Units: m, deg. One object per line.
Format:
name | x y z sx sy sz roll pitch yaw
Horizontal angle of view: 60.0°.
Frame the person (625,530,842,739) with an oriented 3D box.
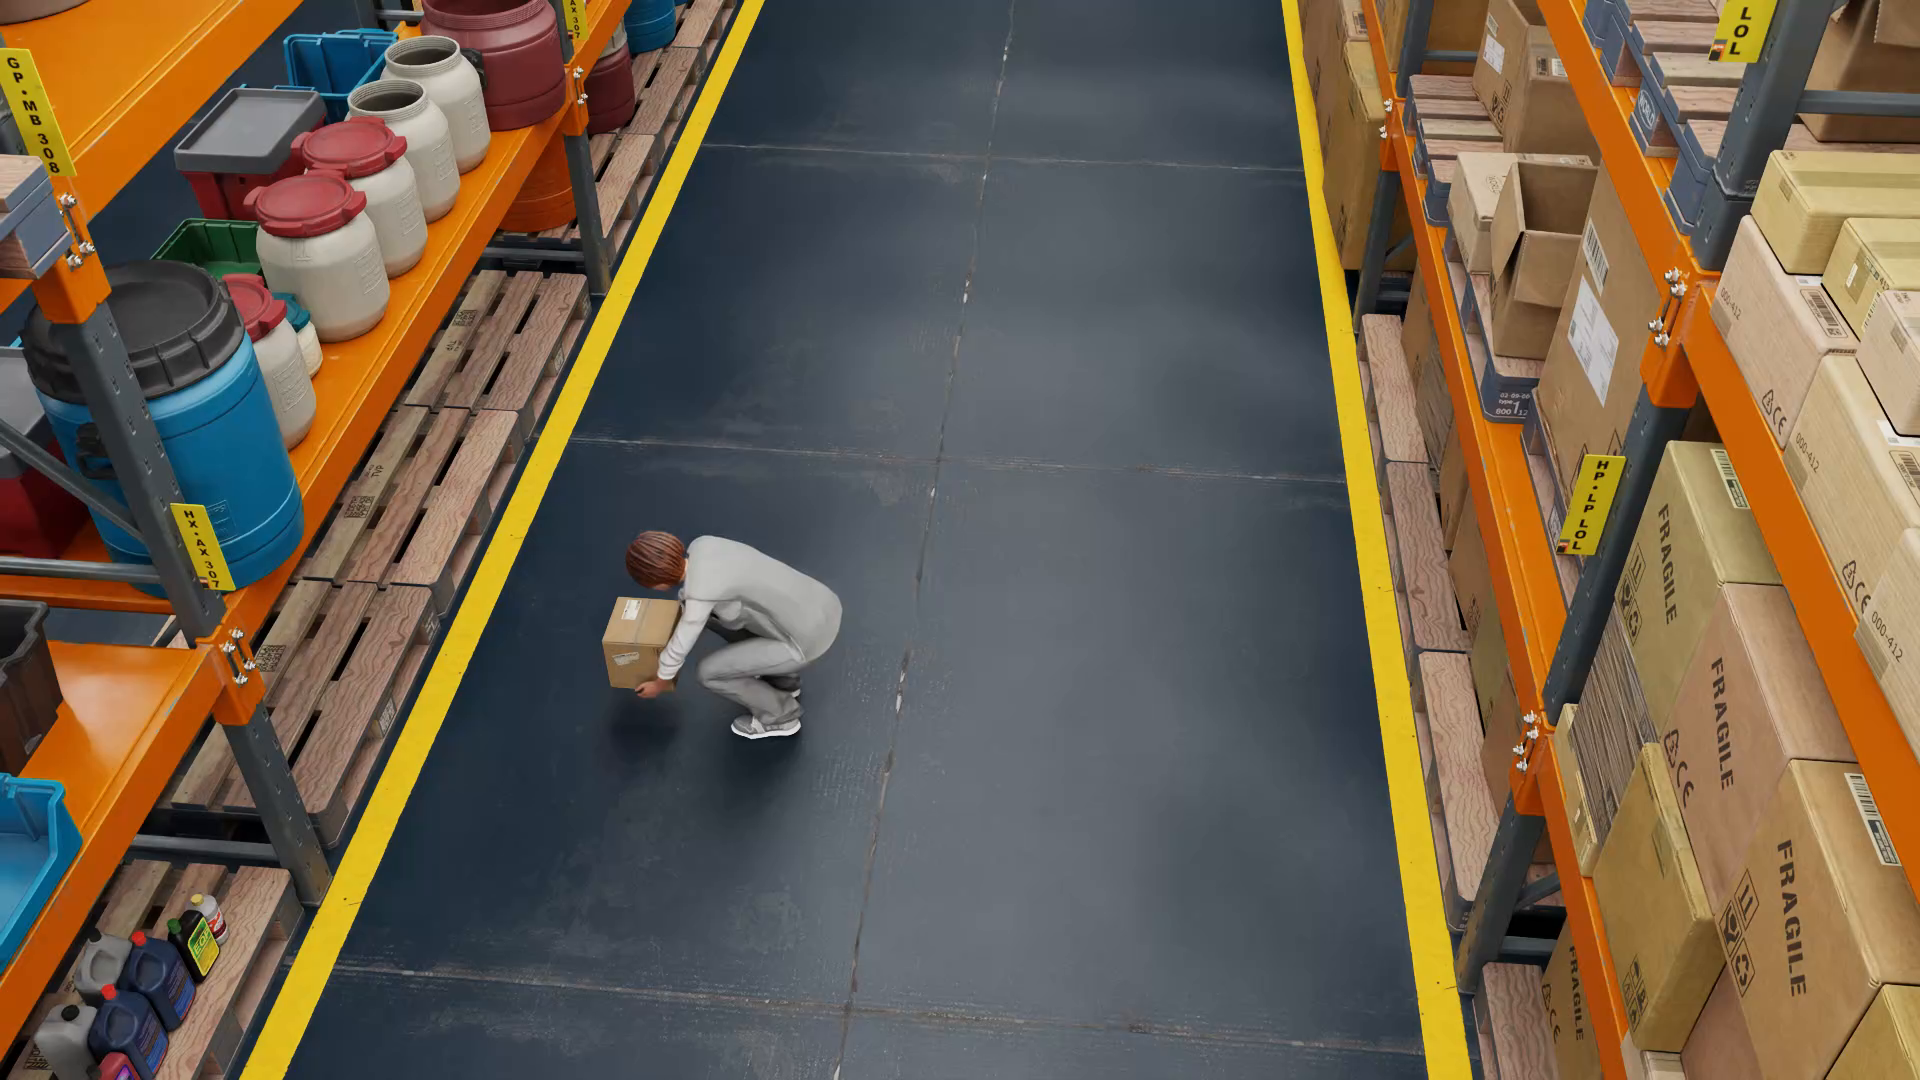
person | -0.846 0.340 6.292 0.798 0.918 0.443 3 41 4
